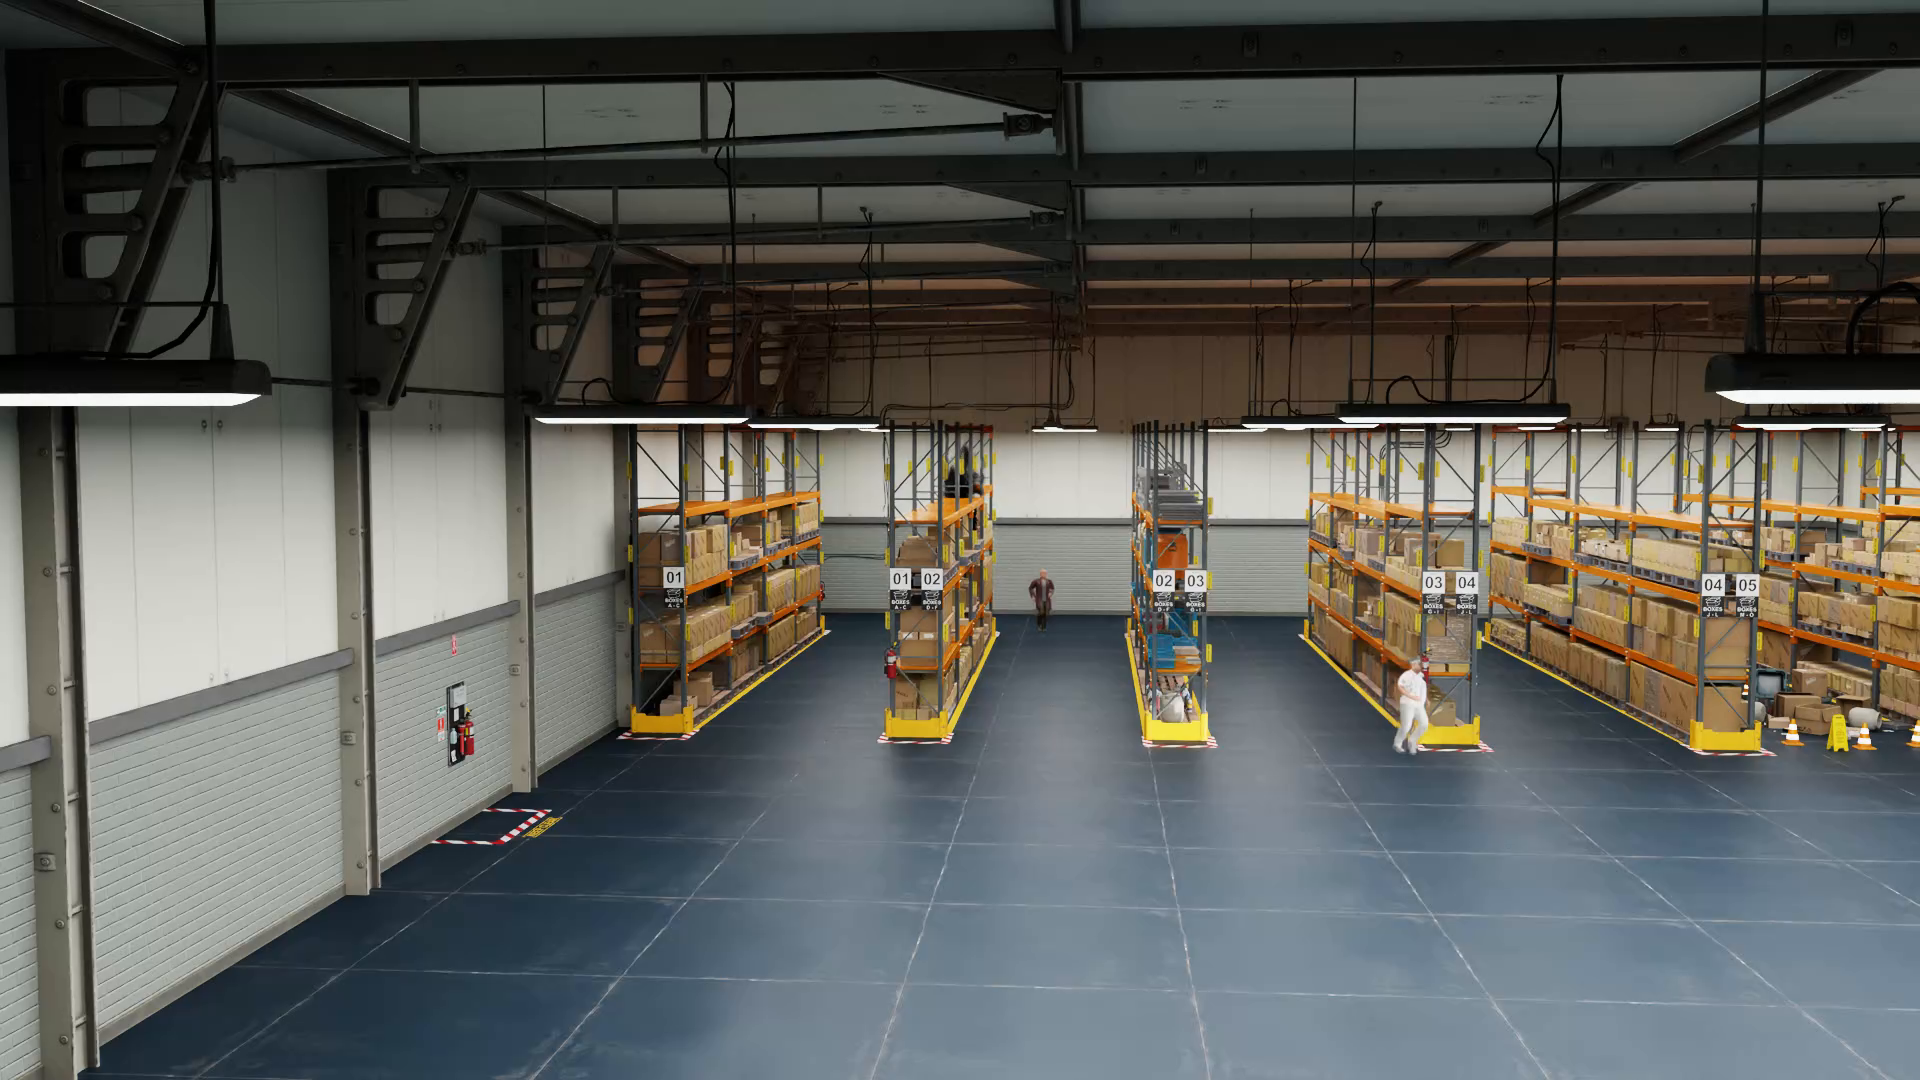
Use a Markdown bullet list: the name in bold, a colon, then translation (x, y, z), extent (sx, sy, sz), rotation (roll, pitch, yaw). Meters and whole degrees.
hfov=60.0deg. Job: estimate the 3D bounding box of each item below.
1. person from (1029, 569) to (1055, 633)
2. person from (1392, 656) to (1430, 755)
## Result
- **person**: translation (2.286, 1.683, 45.637), extent (0.711, 1.741, 0.609), rotation (-1, 4, -12)
- **person**: translation (8.166, 2.973, 29.861), extent (0.733, 1.781, 0.612), rotation (-2, 4, -28)
